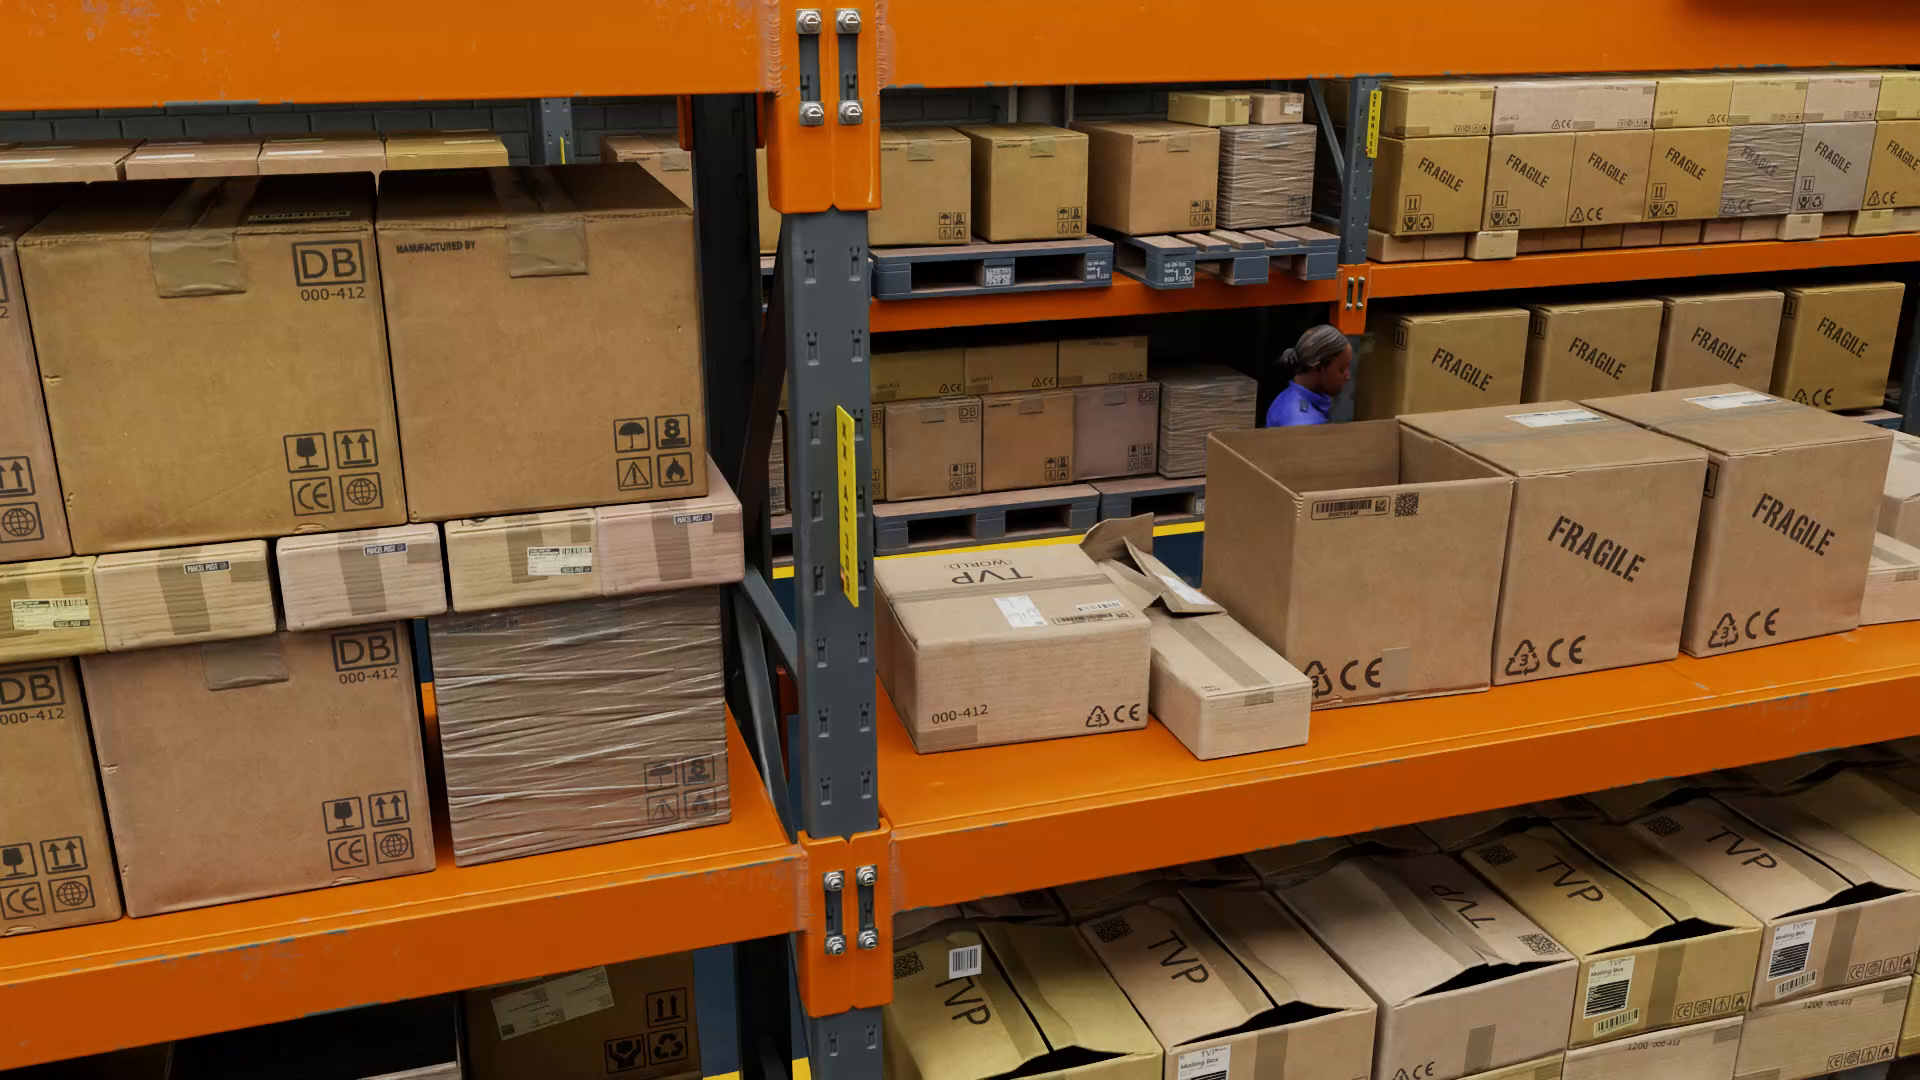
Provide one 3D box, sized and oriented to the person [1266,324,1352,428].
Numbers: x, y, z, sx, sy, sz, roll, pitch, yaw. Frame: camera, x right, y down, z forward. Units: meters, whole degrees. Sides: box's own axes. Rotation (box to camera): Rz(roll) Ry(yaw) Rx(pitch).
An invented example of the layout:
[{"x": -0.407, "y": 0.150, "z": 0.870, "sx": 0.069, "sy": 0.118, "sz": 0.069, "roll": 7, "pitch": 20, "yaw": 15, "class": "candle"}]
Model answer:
[{"x": 1.184, "y": 0.027, "z": 5.980, "sx": 0.904, "sy": 1.620, "sz": 0.448, "roll": 4, "pitch": 20, "yaw": 12, "class": "person"}]
